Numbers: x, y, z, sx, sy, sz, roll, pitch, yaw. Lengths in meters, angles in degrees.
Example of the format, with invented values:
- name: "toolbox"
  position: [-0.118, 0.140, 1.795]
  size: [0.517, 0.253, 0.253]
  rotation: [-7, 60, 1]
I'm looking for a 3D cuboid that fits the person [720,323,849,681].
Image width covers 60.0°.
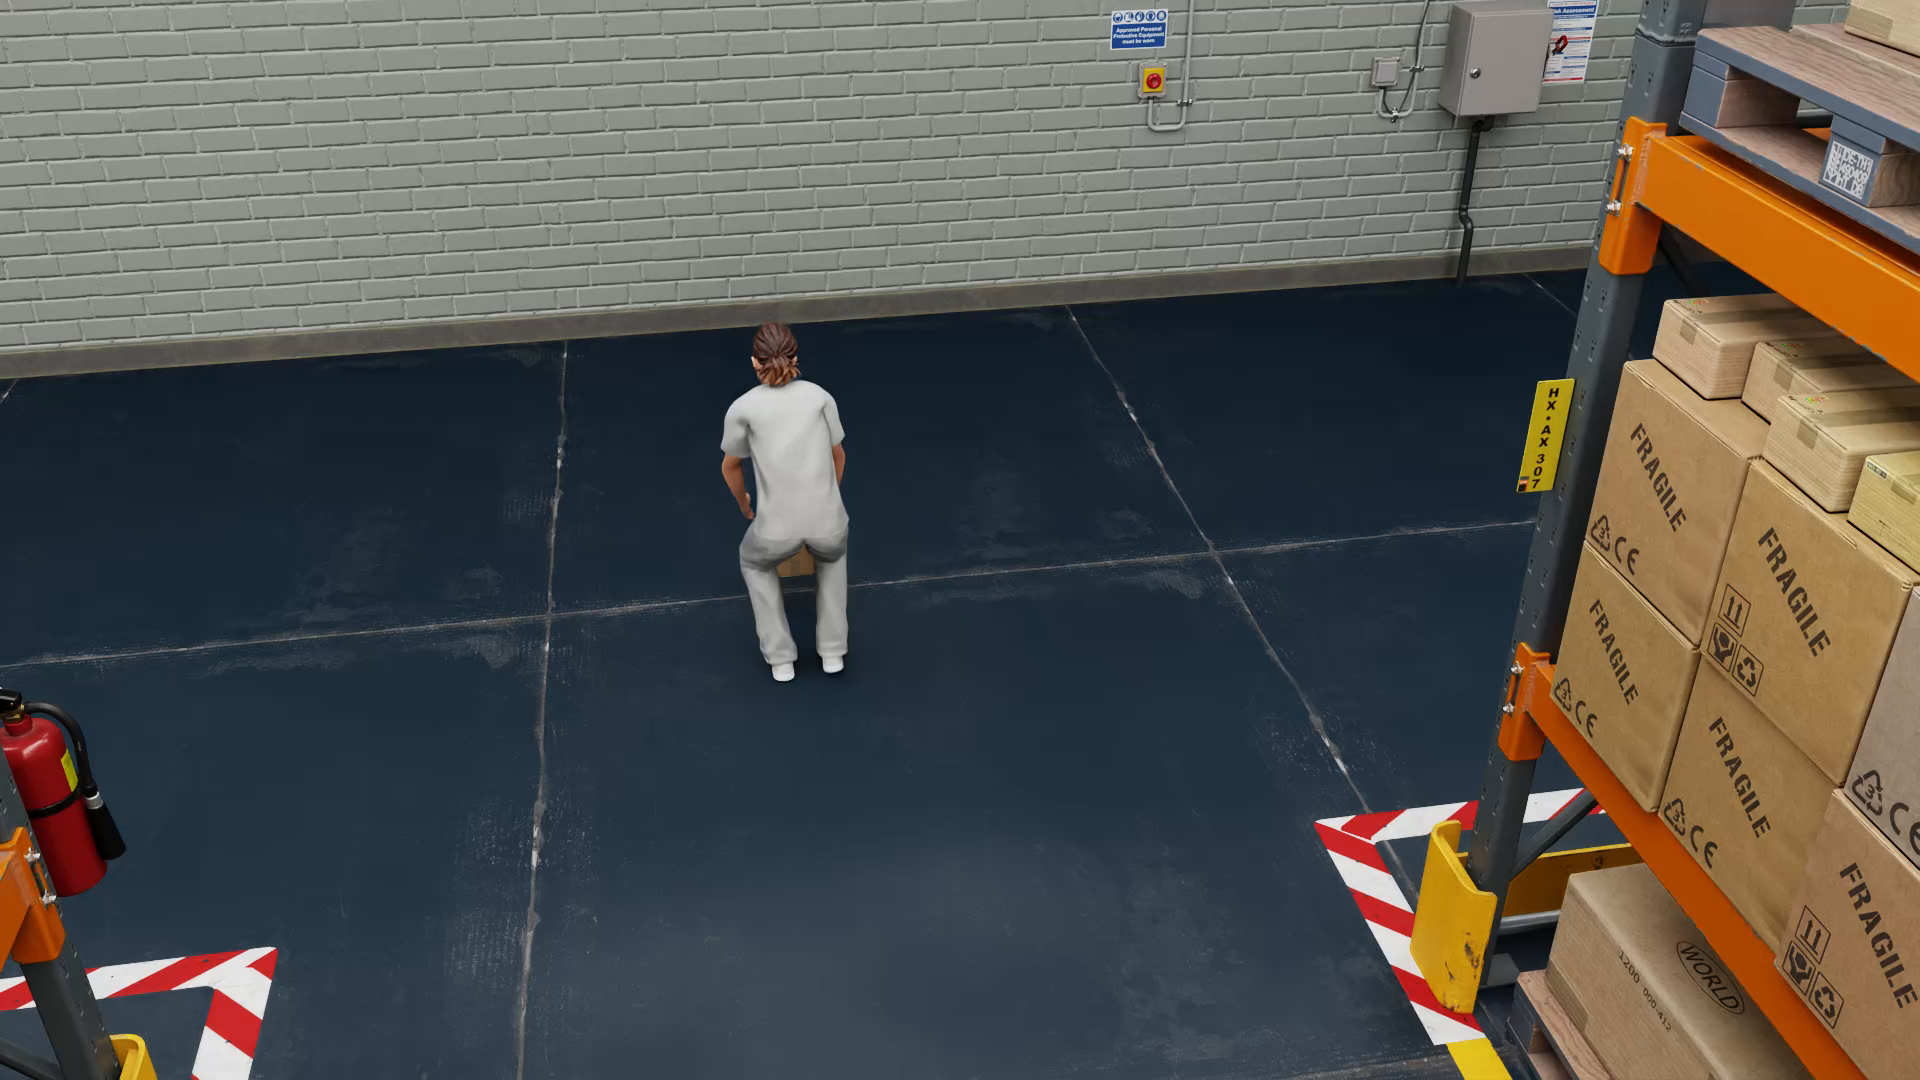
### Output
- name: "person"
  position: [-0.683, -0.121, 6.594]
  size: [0.490, 1.418, 0.615]
  rotation: [-5, 31, -9]
